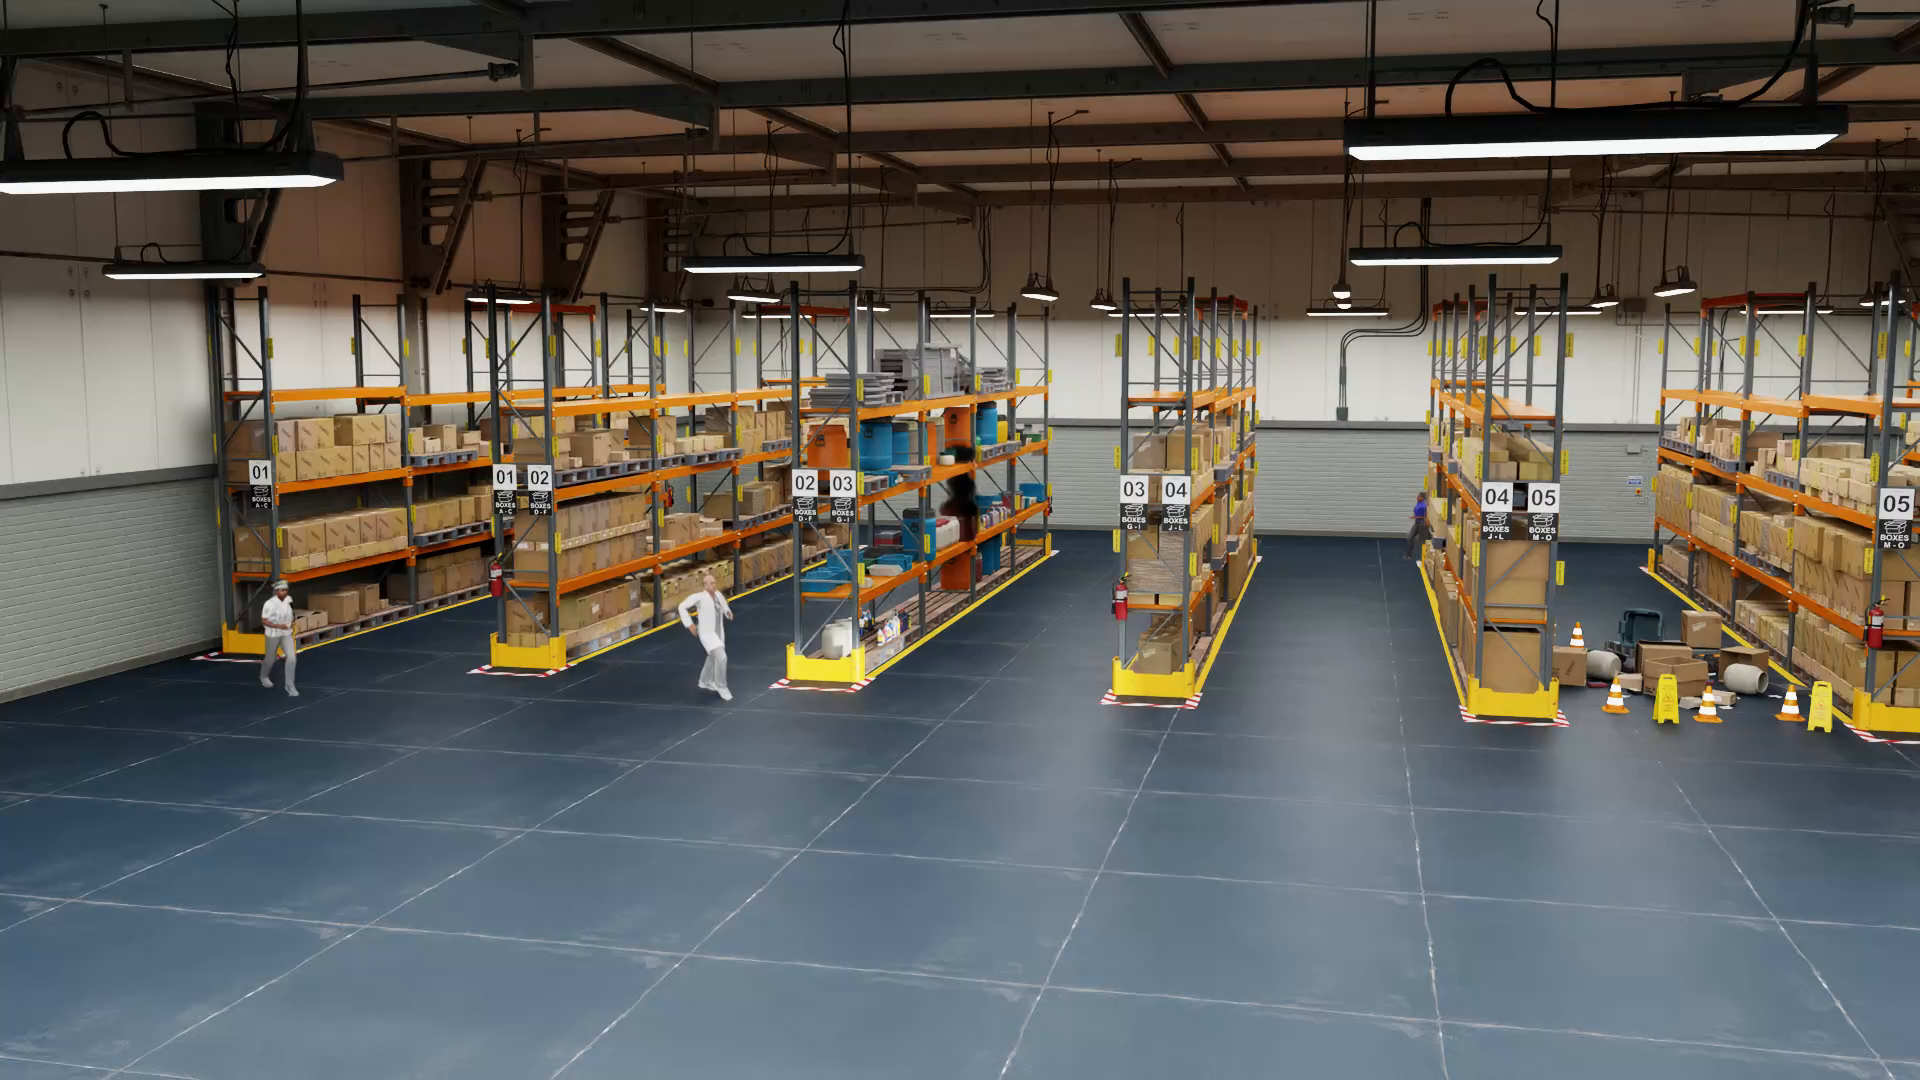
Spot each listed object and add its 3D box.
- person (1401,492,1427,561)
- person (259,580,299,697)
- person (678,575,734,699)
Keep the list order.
[{"bbox_3d":[10.925,-0.300,39.289,0.872,1.665,0.597,-1,7,-7],"label":"person"},{"bbox_3d":[-9.941,1.409,24.215,0.912,1.711,0.595,5,8,38],"label":"person"},{"bbox_3d":[-3.614,1.404,23.828,0.755,1.824,0.814,4,8,33],"label":"person"}]
